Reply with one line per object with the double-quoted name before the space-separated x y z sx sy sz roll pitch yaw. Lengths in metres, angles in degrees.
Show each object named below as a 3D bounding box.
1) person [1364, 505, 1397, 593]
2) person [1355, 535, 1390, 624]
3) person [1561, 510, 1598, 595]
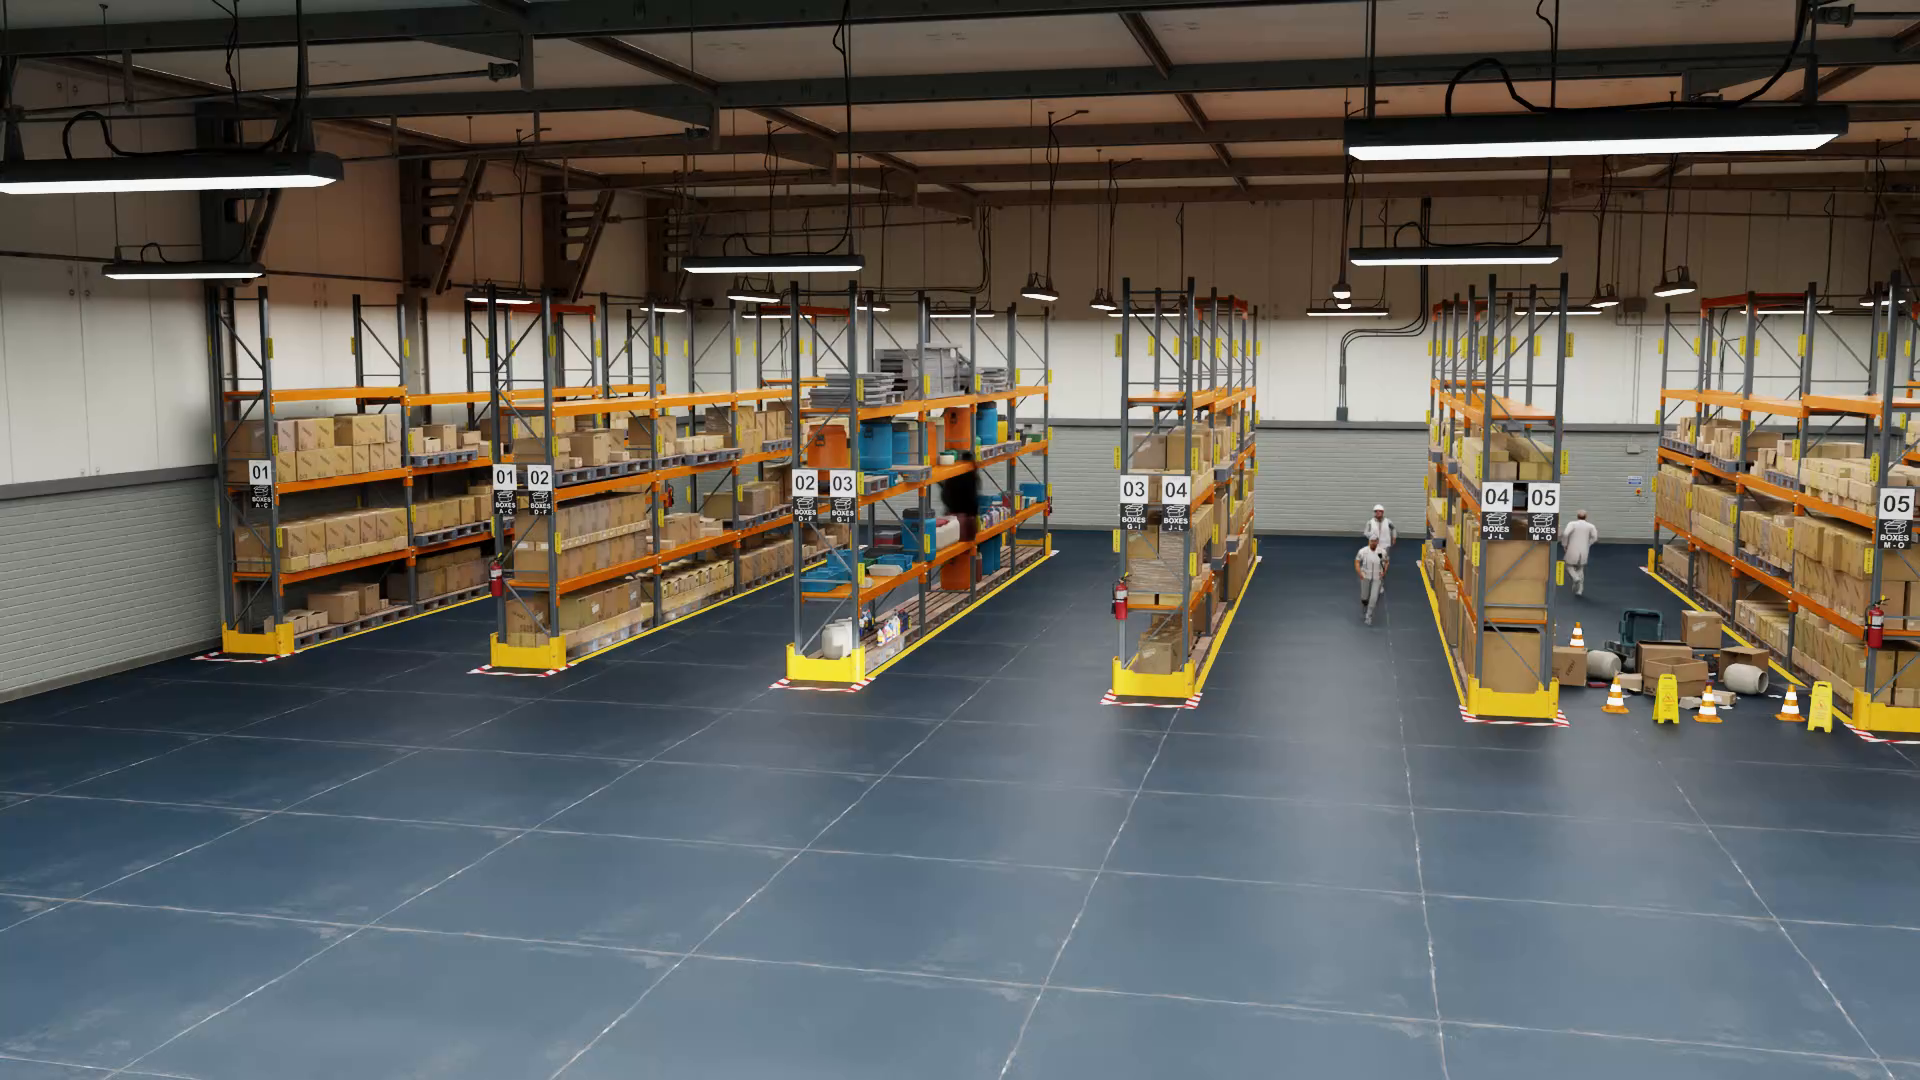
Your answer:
"person" 8.719 0.163 34.563 0.661 1.794 0.884 2 7 17
"person" 7.559 0.705 30.549 0.610 1.638 0.622 1 7 11
"person" 12.642 0.337 34.043 0.721 1.535 0.579 1 7 6
